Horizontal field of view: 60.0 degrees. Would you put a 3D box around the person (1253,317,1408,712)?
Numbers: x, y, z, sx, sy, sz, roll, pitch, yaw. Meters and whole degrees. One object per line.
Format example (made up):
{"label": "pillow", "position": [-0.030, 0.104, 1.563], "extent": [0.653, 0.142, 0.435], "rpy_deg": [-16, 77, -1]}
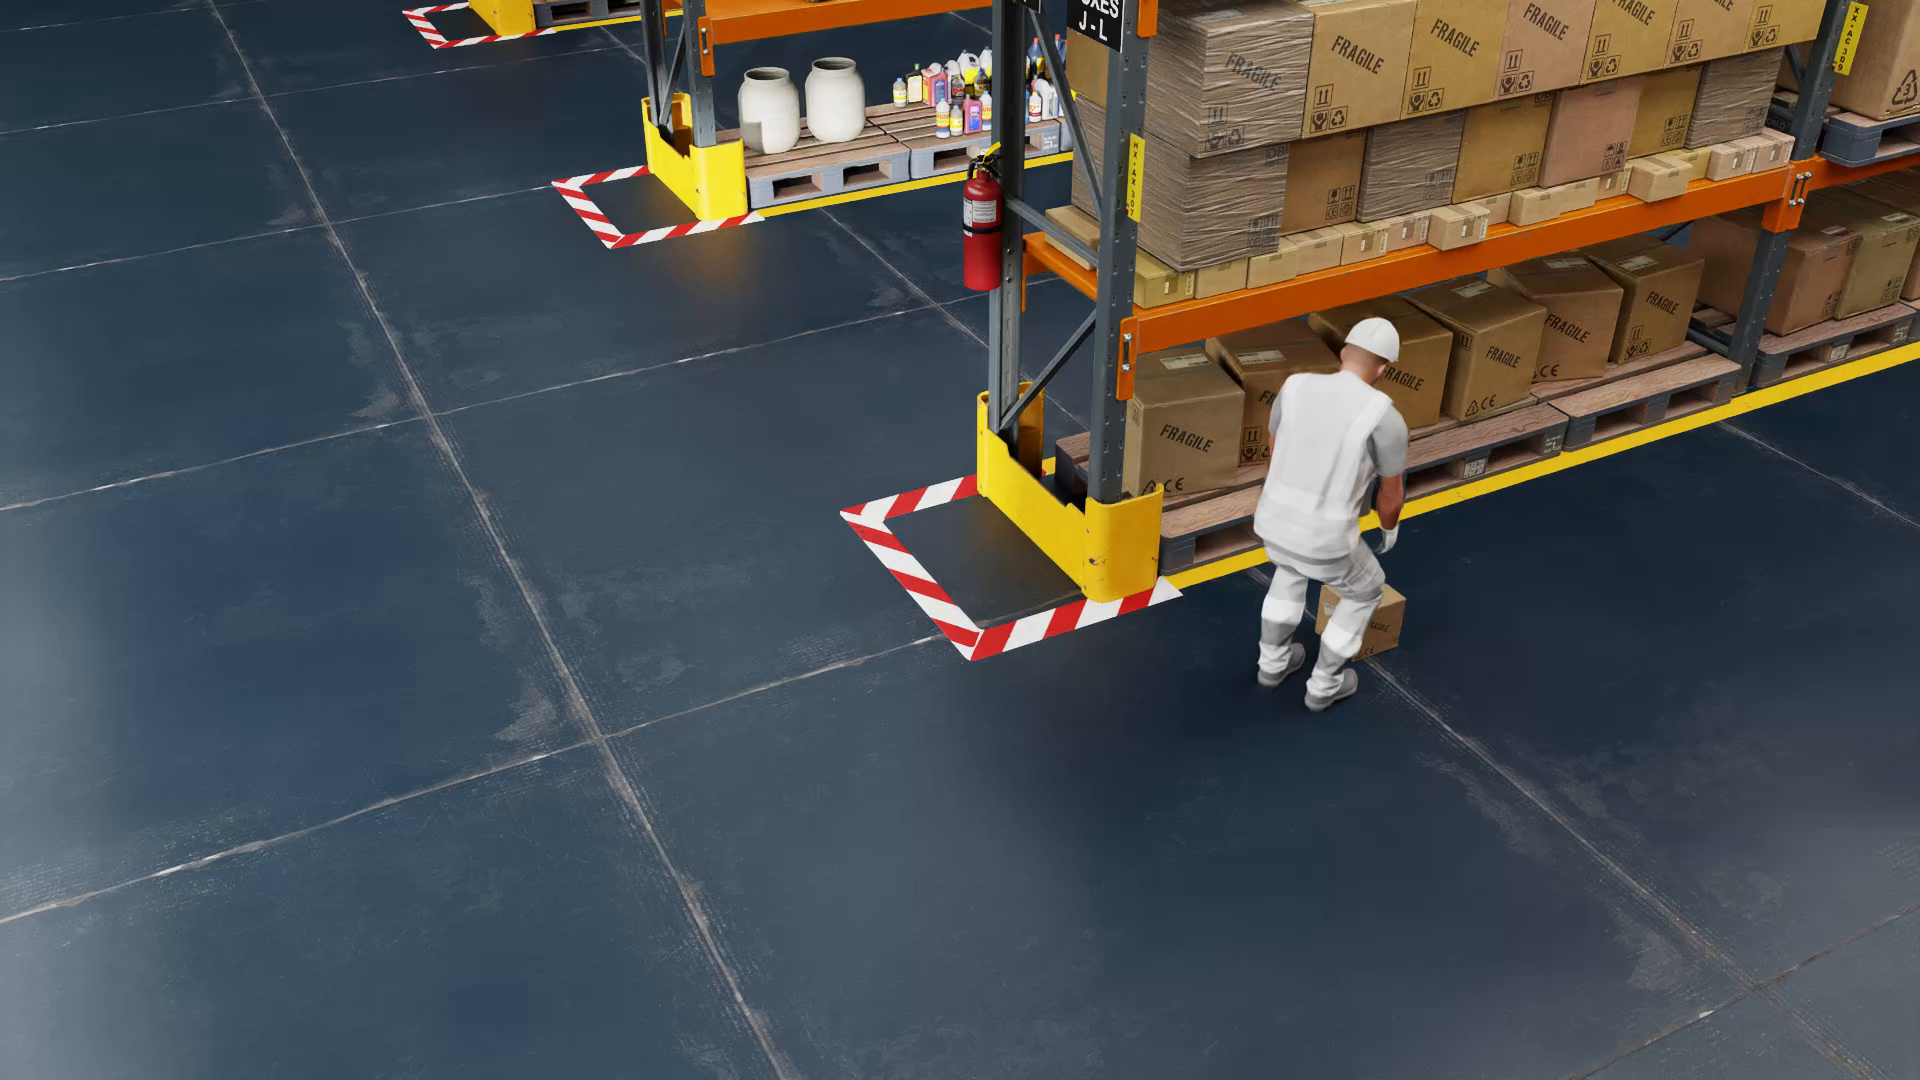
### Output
{"label": "person", "position": [1.411, -0.089, 6.472], "extent": [0.577, 1.554, 0.669], "rpy_deg": [27, 42, 36]}
